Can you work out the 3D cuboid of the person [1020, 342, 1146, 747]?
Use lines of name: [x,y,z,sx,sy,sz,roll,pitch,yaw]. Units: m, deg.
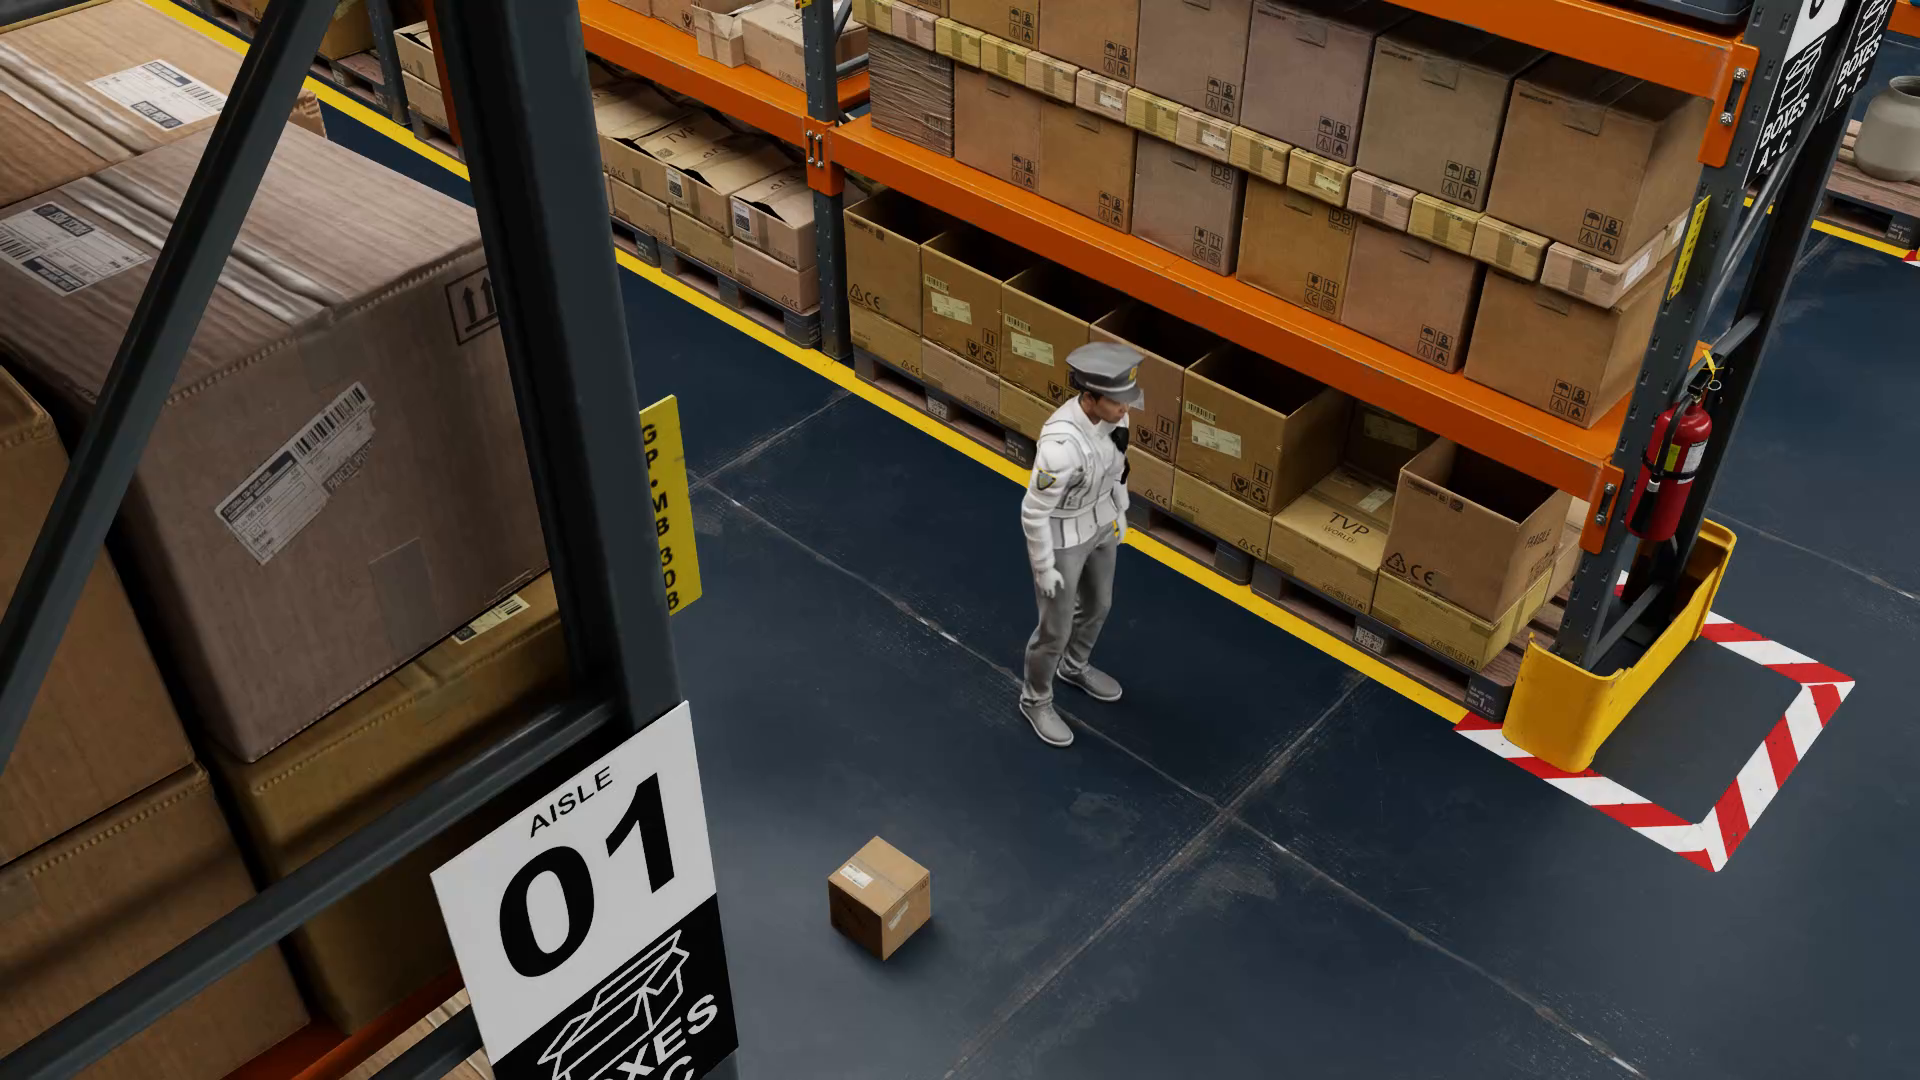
person: [0.441,-0.007,6.161,0.379,1.662,0.534,29,48,31]
